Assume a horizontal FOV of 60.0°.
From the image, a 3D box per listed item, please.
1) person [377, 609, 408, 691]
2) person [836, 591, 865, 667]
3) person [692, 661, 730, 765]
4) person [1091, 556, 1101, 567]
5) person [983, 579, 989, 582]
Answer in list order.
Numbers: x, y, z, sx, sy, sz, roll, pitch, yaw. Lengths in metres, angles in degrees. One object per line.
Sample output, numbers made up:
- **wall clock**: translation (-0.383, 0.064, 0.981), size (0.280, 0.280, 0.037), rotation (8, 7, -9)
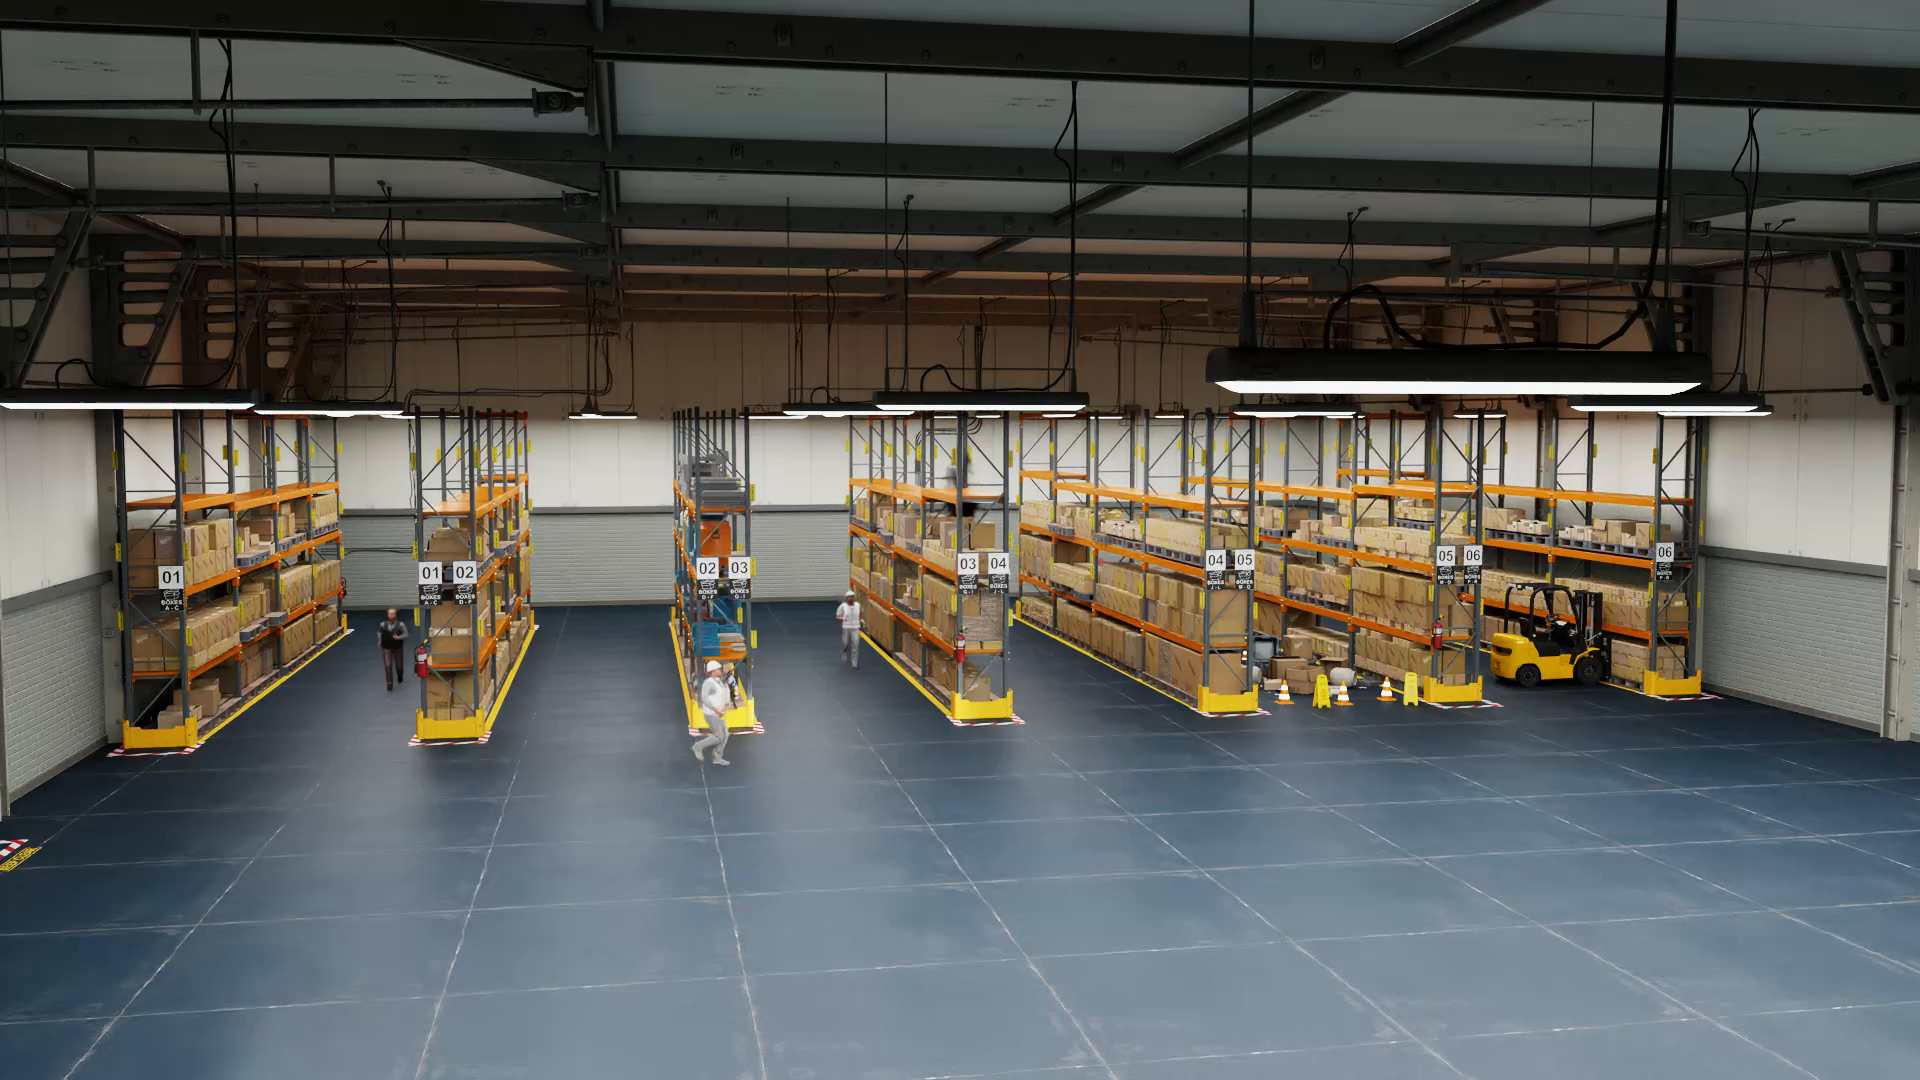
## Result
- **person**: translation (-12.148, 2.336, 35.593), size (0.667, 1.697, 0.906), rotation (-1, 4, -12)
- **person**: translation (-2.555, 2.073, 38.916), size (0.697, 1.761, 0.917), rotation (-1, 4, -14)
- **person**: translation (-4.143, 2.885, 27.791), size (0.602, 1.753, 0.683), rotation (1, 4, 10)
- **person**: translation (3.890, 1.380, 48.347), size (0.638, 1.835, 0.768), rotation (-2, 4, -23)
- **person**: translation (0.835, 1.435, 48.934), size (0.491, 1.654, 0.640), rotation (-4, 5, -41)
